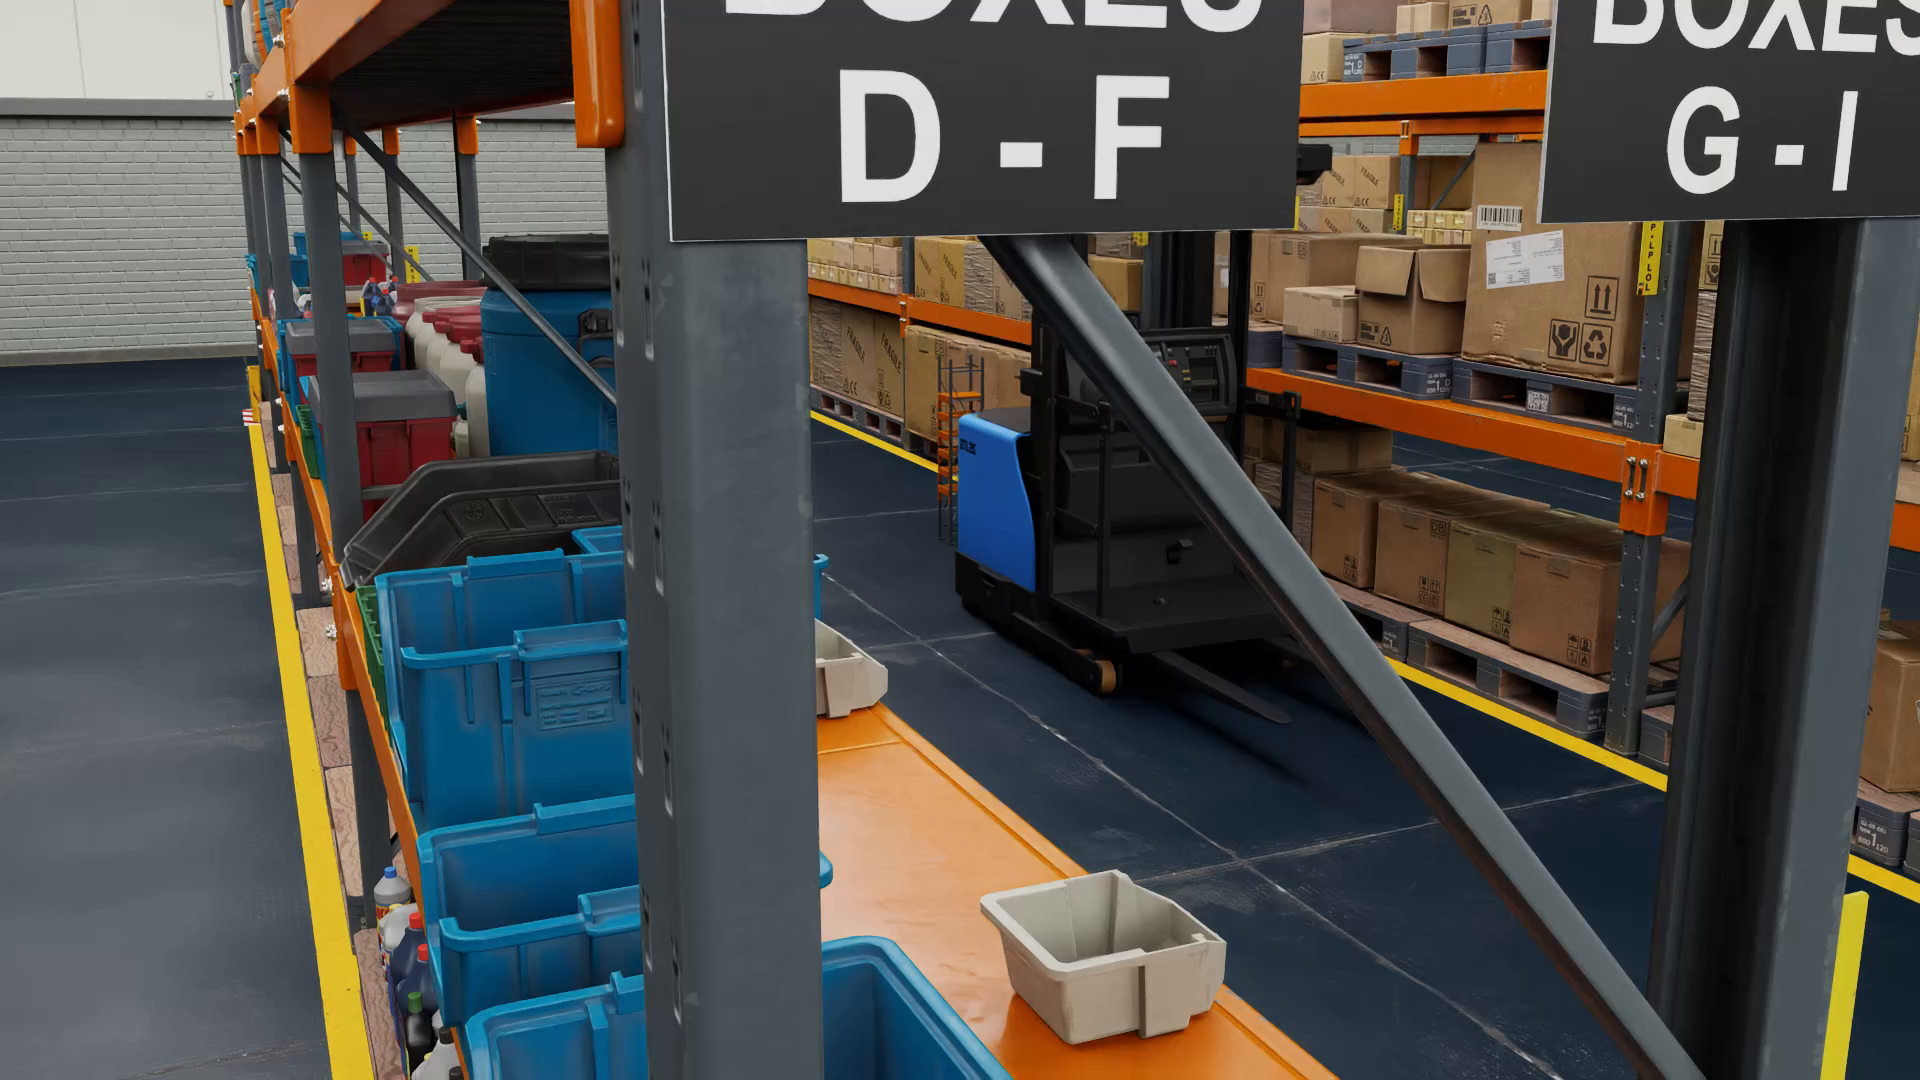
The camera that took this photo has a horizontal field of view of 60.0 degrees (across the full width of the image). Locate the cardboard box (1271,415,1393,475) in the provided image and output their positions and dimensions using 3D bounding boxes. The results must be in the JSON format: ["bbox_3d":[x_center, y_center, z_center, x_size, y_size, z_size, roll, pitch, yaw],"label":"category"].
[{"bbox_3d":[2.122,-0.553,9.511,0.500,0.250,0.500,-4,14,-17],"label":"cardboard box"}]

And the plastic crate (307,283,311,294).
[{"bbox_3d":[-5.231,-1.916,12.975,0.437,0.125,0.590,-6,14,-23],"label":"plastic crate"}]

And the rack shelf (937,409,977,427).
[{"bbox_3d":[0.006,-0.772,10.678,0.258,0.103,0.180,-6,14,-23],"label":"rack shelf"}]

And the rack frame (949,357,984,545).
[{"bbox_3d":[0.042,-0.563,10.640,0.240,1.200,0.006,-6,14,-23],"label":"rack frame"}]

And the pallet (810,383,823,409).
[{"bbox_3d":[-1.209,-1.571,17.191,1.003,0.211,1.213,-6,14,-23],"label":"pallet"}]

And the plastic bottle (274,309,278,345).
[{"bbox_3d":[-4.215,-1.356,10.361,0.097,0.271,0.097,0,13,0],"label":"plastic bottle"}]

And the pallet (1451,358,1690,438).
[{"bbox_3d":[3.033,-0.686,7.609,1.003,0.211,1.213,-6,14,-23],"label":"pallet"}]

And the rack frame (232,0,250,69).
[{"bbox_3d":[-4.537,-4.737,11.380,1.000,3.000,0.127,-6,14,-23],"label":"rack frame"}]

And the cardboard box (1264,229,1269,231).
[{"bbox_3d":[3.543,-3.276,17.490,0.500,0.500,0.500,-6,14,-24],"label":"cardboard box"}]

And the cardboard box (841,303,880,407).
[{"bbox_3d":[-0.550,-1.761,15.605,0.875,0.875,0.875,-6,14,-23],"label":"cardboard box"}]

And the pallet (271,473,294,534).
[{"bbox_3d":[-4.266,-0.293,11.666,1.003,0.211,1.213,-6,14,-23],"label":"pallet"}]

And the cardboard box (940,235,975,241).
[{"bbox_3d":[0.265,-2.668,13.298,0.797,0.503,0.637,-6,14,-24],"label":"cardboard box"}]

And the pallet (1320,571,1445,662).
[{"bbox_3d":[2.400,0.337,8.948,1.003,0.211,1.213,-6,14,-23],"label":"pallet"}]

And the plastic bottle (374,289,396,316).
[{"bbox_3d":[-3.513,-1.361,10.206,0.144,0.351,0.185,-6,14,-23],"label":"plastic bottle"}]

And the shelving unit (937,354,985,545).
[{"bbox_3d":[0.006,-0.582,10.722,0.258,1.200,0.189,-6,14,-23],"label":"shelving unit"}]

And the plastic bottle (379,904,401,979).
[{"bbox_3d":[-1.565,1.114,4.635,0.097,0.201,0.097,0,13,0],"label":"plastic bottle"}]

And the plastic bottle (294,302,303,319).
[{"bbox_3d":[-3.971,-1.282,9.865,0.144,0.351,0.185,-6,14,-23],"label":"plastic bottle"}]

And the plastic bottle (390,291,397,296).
[{"bbox_3d":[-3.734,-1.522,11.069,0.152,0.276,0.135,-6,14,-23],"label":"plastic bottle"}]

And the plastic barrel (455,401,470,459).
[{"bbox_3d":[-1.722,-0.381,6.172,0.301,0.262,0.301,0,13,0],"label":"plastic barrel"}]

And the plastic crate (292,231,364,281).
[{"bbox_3d":[-5.834,-2.635,15.390,0.616,0.435,0.499,-6,14,-23],"label":"plastic crate"}]

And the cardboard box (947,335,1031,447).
[{"bbox_3d":[0.635,-1.116,12.821,1.225,0.875,0.875,-6,14,-25],"label":"cardboard box"}]

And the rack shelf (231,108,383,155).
[{"bbox_3d":[-5.338,-3.338,13.585,1.077,0.370,4.000,-6,14,-23],"label":"rack shelf"}]

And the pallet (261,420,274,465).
[{"bbox_3d":[-5.359,-0.857,14.103,1.003,0.211,1.213,-6,14,-23],"label":"pallet"}]

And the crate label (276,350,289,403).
[{"bbox_3d":[-3.109,-0.785,7.982,0.303,0.233,0.416,-6,14,-23],"label":"crate label"}]

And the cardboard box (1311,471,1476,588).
[{"bbox_3d":[2.358,-0.065,9.067,0.700,0.500,0.500,-4,14,-18],"label":"cardboard box"}]

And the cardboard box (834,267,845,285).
[{"bbox_3d":[-0.936,-2.438,15.309,0.380,0.149,0.250,-6,14,-24],"label":"cardboard box"}]

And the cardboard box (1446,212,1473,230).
[{"bbox_3d":[4.541,-2.828,14.741,0.380,0.149,0.250,-5,14,-22],"label":"cardboard box"}]

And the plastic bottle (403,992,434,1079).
[{"bbox_3d":[-1.285,1.229,3.957,0.061,0.283,0.133,-5,14,-20],"label":"plastic bottle"}]

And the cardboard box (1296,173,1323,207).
[{"bbox_3d":[3.747,-3.656,16.913,0.500,0.500,0.500,-5,14,-21],"label":"cardboard box"}]

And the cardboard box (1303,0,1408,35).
[{"bbox_3d":[1.964,-2.860,8.593,0.500,0.500,0.500,-6,14,-25],"label":"cardboard box"}]

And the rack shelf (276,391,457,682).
[{"bbox_3d":[-2.133,-0.224,6.782,1.077,0.370,4.000,-6,14,-23],"label":"rack shelf"}]

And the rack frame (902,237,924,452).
[{"bbox_3d":[0.002,-2.262,13.989,1.000,3.000,0.127,-6,14,-23],"label":"rack frame"}]

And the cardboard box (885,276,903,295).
[{"bbox_3d":[-0.421,-2.173,14.162,0.380,0.149,0.250,-6,14,-23],"label":"cardboard box"}]

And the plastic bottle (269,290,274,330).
[{"bbox_3d":[-4.554,-1.548,11.182,0.152,0.276,0.135,-6,14,-23],"label":"plastic bottle"}]

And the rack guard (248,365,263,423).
[{"bbox_3d":[-6.160,-1.427,15.925,1.175,0.500,0.348,-6,14,-23],"label":"rack guard"}]

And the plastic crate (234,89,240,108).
[{"bbox_3d":[-5.395,-3.376,12.735,0.293,0.136,0.466,-6,14,-23],"label":"plastic crate"}]

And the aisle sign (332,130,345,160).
[{"bbox_3d":[-5.899,-3.949,15.513,0.394,0.787,0.004,-6,14,-23],"label":"aisle sign"}]

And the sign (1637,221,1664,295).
[{"bbox_3d":[2.699,-1.122,6.498,0.100,0.325,0.005,-6,14,-23],"label":"sign"}]

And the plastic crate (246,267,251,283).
[{"bbox_3d":[-6.289,-2.387,14.983,0.250,0.136,0.298,-6,14,-23],"label":"plastic crate"}]

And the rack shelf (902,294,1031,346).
[{"bbox_3d":[0.803,-1.498,12.285,1.077,0.370,4.000,-6,14,-23],"label":"rack shelf"}]

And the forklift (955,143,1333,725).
[{"bbox_3d":[1.012,-0.816,7.893,1.130,2.935,3.031,-5,14,-22],"label":"forklift"}]

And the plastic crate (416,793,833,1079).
[{"bbox_3d":[-0.459,0.526,2.273,0.499,0.251,0.408,-6,14,-23],"label":"plastic crate"}]

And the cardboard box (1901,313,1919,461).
[{"bbox_3d":[3.498,-0.597,5.917,0.875,0.500,0.500,-6,14,-23],"label":"cardboard box"}]

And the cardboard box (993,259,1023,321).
[{"bbox_3d":[0.571,-1.879,12.115,0.500,0.500,0.500,-5,14,-22],"label":"cardboard box"}]

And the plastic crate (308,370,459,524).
[{"bbox_3d":[-1.806,-0.265,5.221,0.402,0.464,0.583,-6,14,-23],"label":"plastic crate"}]

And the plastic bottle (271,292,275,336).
[{"bbox_3d":[-4.425,-1.460,10.783,0.061,0.283,0.133,-6,14,-23],"label":"plastic bottle"}]

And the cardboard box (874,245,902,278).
[{"bbox_3d":[-0.416,-2.401,14.265,0.500,0.250,0.500,-6,14,-24],"label":"cardboard box"}]

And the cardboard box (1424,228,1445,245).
[{"bbox_3d":[4.429,-2.740,15.021,0.380,0.149,0.250,-6,14,-24],"label":"cardboard box"}]

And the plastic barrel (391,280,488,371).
[{"bbox_3d":[-2.471,-0.986,8.175,0.600,0.536,0.708,-6,14,-23],"label":"plastic barrel"}]

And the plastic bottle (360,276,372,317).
[{"bbox_3d":[-4.001,-1.617,11.313,0.144,0.351,0.185,-6,14,-23],"label":"plastic bottle"}]

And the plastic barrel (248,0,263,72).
[{"bbox_3d":[-2.804,-2.504,7.273,0.600,0.901,0.600,0,13,0],"label":"plastic barrel"}]

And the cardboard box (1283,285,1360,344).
[{"bbox_3d":[2.065,-1.200,8.802,0.500,0.250,0.500,-6,14,-25],"label":"cardboard box"}]
